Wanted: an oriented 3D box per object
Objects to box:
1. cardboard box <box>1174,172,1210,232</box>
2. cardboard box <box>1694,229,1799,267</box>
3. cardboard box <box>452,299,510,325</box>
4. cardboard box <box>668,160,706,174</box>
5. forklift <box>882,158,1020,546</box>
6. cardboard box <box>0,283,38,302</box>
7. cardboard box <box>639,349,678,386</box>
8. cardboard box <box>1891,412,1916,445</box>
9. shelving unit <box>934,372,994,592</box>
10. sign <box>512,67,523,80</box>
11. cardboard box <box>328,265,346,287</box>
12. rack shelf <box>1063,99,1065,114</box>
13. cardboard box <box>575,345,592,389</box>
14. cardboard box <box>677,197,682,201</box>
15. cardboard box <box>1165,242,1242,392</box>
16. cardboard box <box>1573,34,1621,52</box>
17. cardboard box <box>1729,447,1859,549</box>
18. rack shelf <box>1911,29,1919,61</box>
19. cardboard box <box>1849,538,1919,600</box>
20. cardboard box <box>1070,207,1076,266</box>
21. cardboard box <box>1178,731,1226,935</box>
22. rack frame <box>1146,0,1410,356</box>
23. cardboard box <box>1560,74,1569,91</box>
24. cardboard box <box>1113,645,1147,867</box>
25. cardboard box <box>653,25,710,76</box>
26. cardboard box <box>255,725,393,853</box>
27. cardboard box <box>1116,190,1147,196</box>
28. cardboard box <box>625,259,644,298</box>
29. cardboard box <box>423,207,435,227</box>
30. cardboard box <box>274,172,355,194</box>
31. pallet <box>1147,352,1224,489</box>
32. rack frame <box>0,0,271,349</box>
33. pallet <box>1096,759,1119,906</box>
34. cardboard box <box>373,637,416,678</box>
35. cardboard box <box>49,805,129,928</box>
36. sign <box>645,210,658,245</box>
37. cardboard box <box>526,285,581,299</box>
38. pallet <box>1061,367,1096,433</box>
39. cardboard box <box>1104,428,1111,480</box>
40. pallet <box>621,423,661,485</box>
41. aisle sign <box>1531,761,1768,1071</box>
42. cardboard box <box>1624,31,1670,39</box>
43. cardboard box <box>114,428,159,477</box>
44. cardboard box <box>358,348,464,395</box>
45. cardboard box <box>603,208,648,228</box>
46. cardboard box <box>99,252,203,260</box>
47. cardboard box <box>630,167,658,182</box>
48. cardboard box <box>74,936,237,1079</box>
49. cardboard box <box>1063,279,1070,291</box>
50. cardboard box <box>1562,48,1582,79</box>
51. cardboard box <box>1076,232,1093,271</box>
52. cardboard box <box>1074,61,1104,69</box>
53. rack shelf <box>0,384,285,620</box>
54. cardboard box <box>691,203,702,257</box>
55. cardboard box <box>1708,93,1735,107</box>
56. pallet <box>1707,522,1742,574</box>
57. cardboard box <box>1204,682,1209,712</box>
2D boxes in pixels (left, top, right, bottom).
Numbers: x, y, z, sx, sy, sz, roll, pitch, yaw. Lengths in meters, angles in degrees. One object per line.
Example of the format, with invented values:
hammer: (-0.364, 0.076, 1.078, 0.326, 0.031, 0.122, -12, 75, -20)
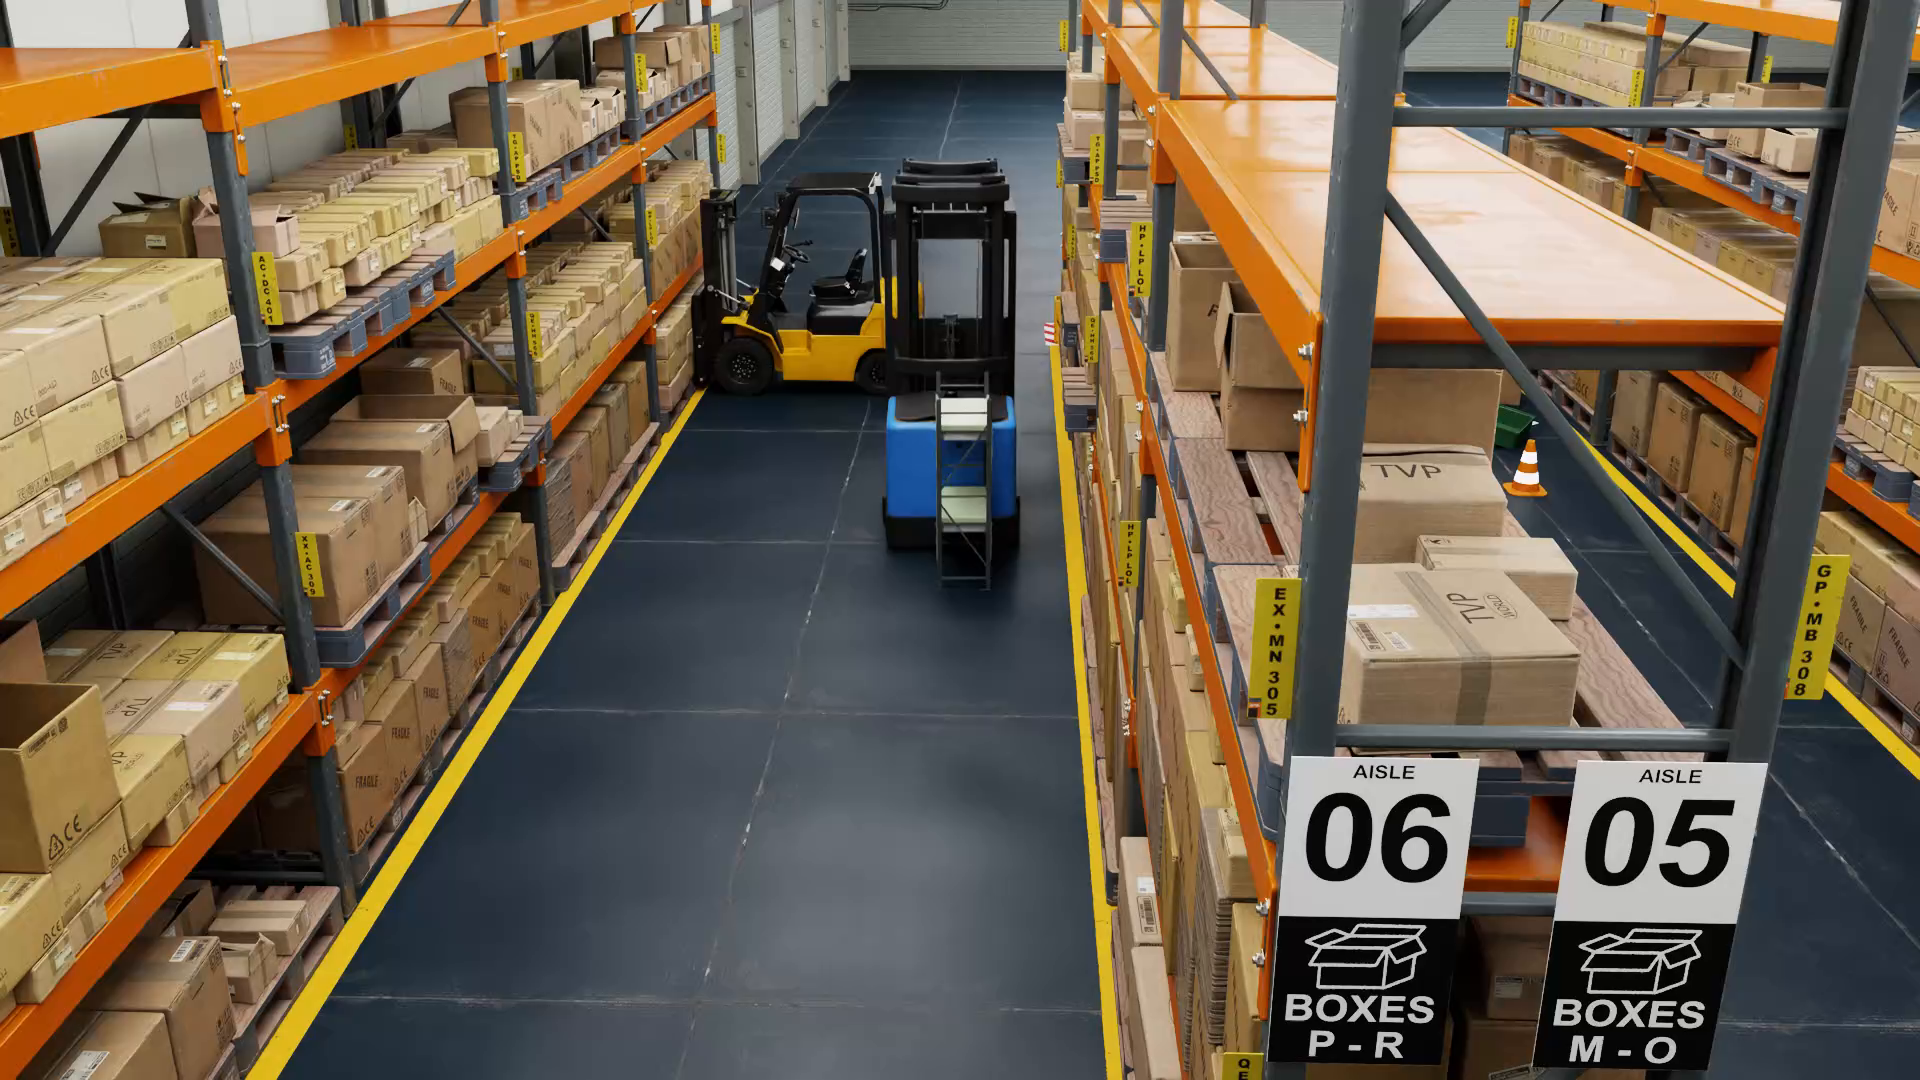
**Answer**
cardboard box: (1.614, -2.156, 10.073, 0.700, 0.500, 0.500, 0, 21, -1)
cardboard box: (6.488, -2.268, 13.707, 0.700, 0.500, 0.500, 1, 21, 2)
cardboard box: (-3.712, -1.769, 12.907, 0.380, 0.149, 0.250, 1, 21, 1)
cardboard box: (-3.065, -4.177, 18.701, 0.380, 0.149, 0.250, 1, 21, 2)
forklift: (-0.085, -1.804, 14.125, 1.130, 2.935, 3.031, 0, 21, -1)
cardboard box: (-3.929, -0.819, 6.451, 0.500, 0.250, 0.500, 0, 21, 0)
cardboard box: (-3.063, -1.693, 16.275, 0.500, 0.250, 0.500, 1, 21, 1)
cardboard box: (6.178, -0.707, 10.561, 0.380, 0.149, 0.250, 0, 21, 0)
shelving unit: (0.025, -0.449, 12.611, 0.431, 1.500, 0.755, 0, 21, -1)
sign: (-3.941, -4.057, 14.866, 0.100, 0.325, 0.005, 1, 21, 2)
cardboard box: (-3.270, -1.295, 8.203, 0.380, 0.149, 0.250, 1, 21, 2)
rack shelf: (1.636, -4.108, 16.816, 1.077, 0.370, 4.000, 1, 21, 2)
cardboard box: (-3.221, -1.384, 13.157, 0.500, 0.250, 0.500, 0, 21, 0)
cardboard box: (-3.107, -3.488, 17.337, 0.380, 0.149, 0.250, 0, 21, 1)
cardboard box: (1.104, -0.906, 6.713, 0.500, 0.500, 0.500, 1, 21, 3)
cardboard box: (6.265, -4.884, 16.349, 0.380, 0.149, 0.250, 1, 21, 2)
cardboard box: (6.513, -0.223, 12.487, 1.050, 0.750, 0.750, 0, 21, 1)
rack shelf: (6.344, -2.409, 8.845, 1.077, 0.370, 4.000, 1, 21, 2)
cardboard box: (6.126, 0.193, 10.724, 0.500, 0.250, 0.500, 0, 21, 1)
cardboard box: (1.360, -3.044, 16.678, 0.500, 0.500, 0.500, 1, 21, 3)
cardboard box: (0.992, 0.960, 5.389, 0.500, 0.500, 0.500, 1, 21, 1)
rack frame: (1.332, -2.226, 6.825, 1.000, 3.000, 0.127, 1, 21, 2)
cardboard box: (6.272, -4.605, 16.731, 0.380, 0.149, 0.250, 1, 21, 2)
cardboard box: (1.271, 1.141, 8.799, 0.875, 0.875, 0.875, 1, 21, 3)
cardboard box: (-3.034, -5.346, 18.156, 0.500, 0.500, 0.500, 1, 21, 3)
cardboard box: (-3.390, 1.315, 8.868, 0.500, 0.500, 0.500, 2, 21, 4)
cardboard box: (1.253, -2.363, 11.672, 0.380, 0.149, 0.250, 1, 21, 2)
cardboard box: (-3.145, -2.357, 14.974, 0.500, 0.250, 0.500, 0, 21, 0)
cardboard box: (-3.360, -1.944, 9.901, 0.380, 0.149, 0.250, 1, 21, 2)
cardboard box: (-3.817, -2.083, 9.848, 0.380, 0.149, 0.250, 1, 21, 1)
pallet: (1.297, -0.490, 6.622, 1.003, 0.211, 1.213, 1, 21, 2)
rack frame: (-3.629, -2.279, 6.962, 1.000, 3.000, 0.127, 1, 21, 2)
pallet: (1.280, 1.591, 9.136, 1.003, 0.211, 1.213, 1, 21, 2)
cardboard box: (-3.385, 0.675, 9.621, 0.380, 0.149, 0.250, 1, 21, 1)
cardboard box: (-3.446, 1.184, 6.128, 0.500, 0.250, 0.500, 0, 21, 0)
sign: (-2.843, -2.875, 15.301, 0.100, 0.325, 0.005, 1, 21, 2)
cardboard box: (-3.264, -1.951, 13.376, 0.380, 0.149, 0.250, 1, 21, 2)
pallet: (1.369, -1.045, 12.340, 1.213, 0.211, 1.003, 1, 21, 2)
cardboard box: (1.147, -0.491, 10.164, 0.500, 0.250, 0.500, 1, 21, 1)
pallet: (-3.369, -0.808, 15.319, 1.003, 0.211, 1.213, 1, 21, 2)
aisle sign: (1.498, 0.835, 3.637, 0.394, 0.787, 0.004, 1, 21, 2)
cardboard box: (6.938, -5.060, 16.803, 0.380, 0.149, 0.250, 0, 21, 1)
cardboard box: (-3.384, -0.356, 6.500, 0.380, 0.149, 0.250, 1, 21, 1)
cardboard box: (-3.680, -0.986, 11.206, 0.500, 0.500, 0.500, 2, 21, 4)
cardboard box: (-3.180, -3.070, 15.849, 0.380, 0.149, 0.250, 1, 21, 2)
cardboard box: (-3.737, -1.254, 7.685, 0.380, 0.149, 0.250, 0, 21, 1)
cardboard box: (-3.524, -4.000, 18.244, 0.380, 0.149, 0.250, 1, 21, 3)
cardboard box: (-3.541, 2.030, 7.027, 0.700, 0.500, 0.500, 0, 21, 0)
cardboard box: (1.384, -2.545, 18.125, 0.500, 0.500, 0.500, 0, 21, 0)
cardboard box: (6.332, -4.740, 16.530, 0.500, 0.250, 0.500, 1, 21, 1)
cardboard box: (1.260, -2.355, 14.322, 0.500, 0.500, 0.500, 1, 21, 2)
cardboard box: (1.319, -4.653, 16.473, 0.380, 0.149, 0.250, 1, 21, 2)
rack shelf: (-3.690, 0.178, 5.771, 1.077, 0.370, 4.000, 1, 21, 2)
cardboard box: (-3.057, -3.314, 17.785, 0.500, 0.500, 0.500, 0, 21, 1)
cardboard box: (6.665, -3.617, 14.047, 0.500, 0.250, 0.500, 1, 21, 2)
pallet: (6.504, 0.159, 12.828, 1.003, 0.211, 1.213, 1, 21, 2)
cardboard box: (1.032, 0.514, 5.641, 0.380, 0.149, 0.250, 1, 21, 3)
